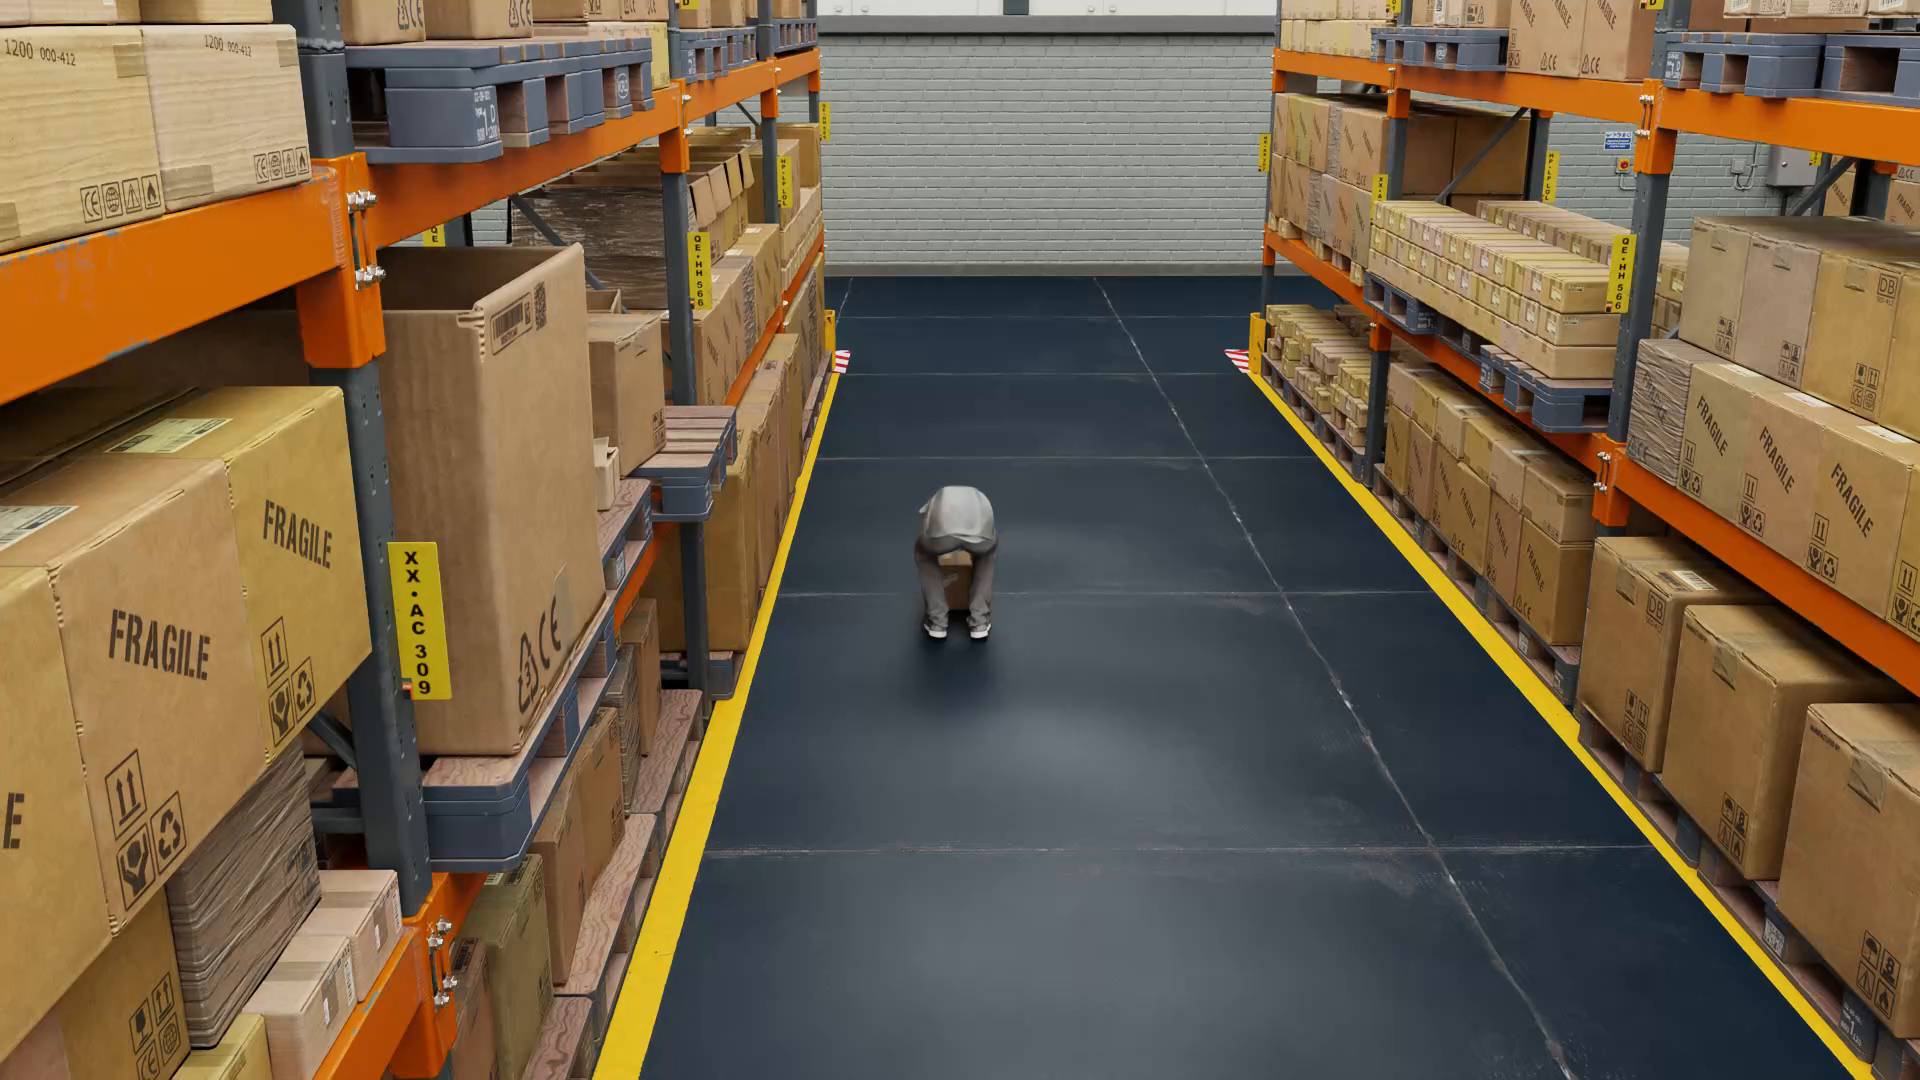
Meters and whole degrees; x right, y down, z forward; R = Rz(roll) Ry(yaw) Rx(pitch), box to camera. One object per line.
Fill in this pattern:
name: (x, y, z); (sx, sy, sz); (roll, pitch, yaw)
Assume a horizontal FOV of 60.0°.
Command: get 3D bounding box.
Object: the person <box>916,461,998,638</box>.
person: (-0.023, -0.004, 8.705); (0.416, 0.923, 0.861); (-1, 17, -3)
